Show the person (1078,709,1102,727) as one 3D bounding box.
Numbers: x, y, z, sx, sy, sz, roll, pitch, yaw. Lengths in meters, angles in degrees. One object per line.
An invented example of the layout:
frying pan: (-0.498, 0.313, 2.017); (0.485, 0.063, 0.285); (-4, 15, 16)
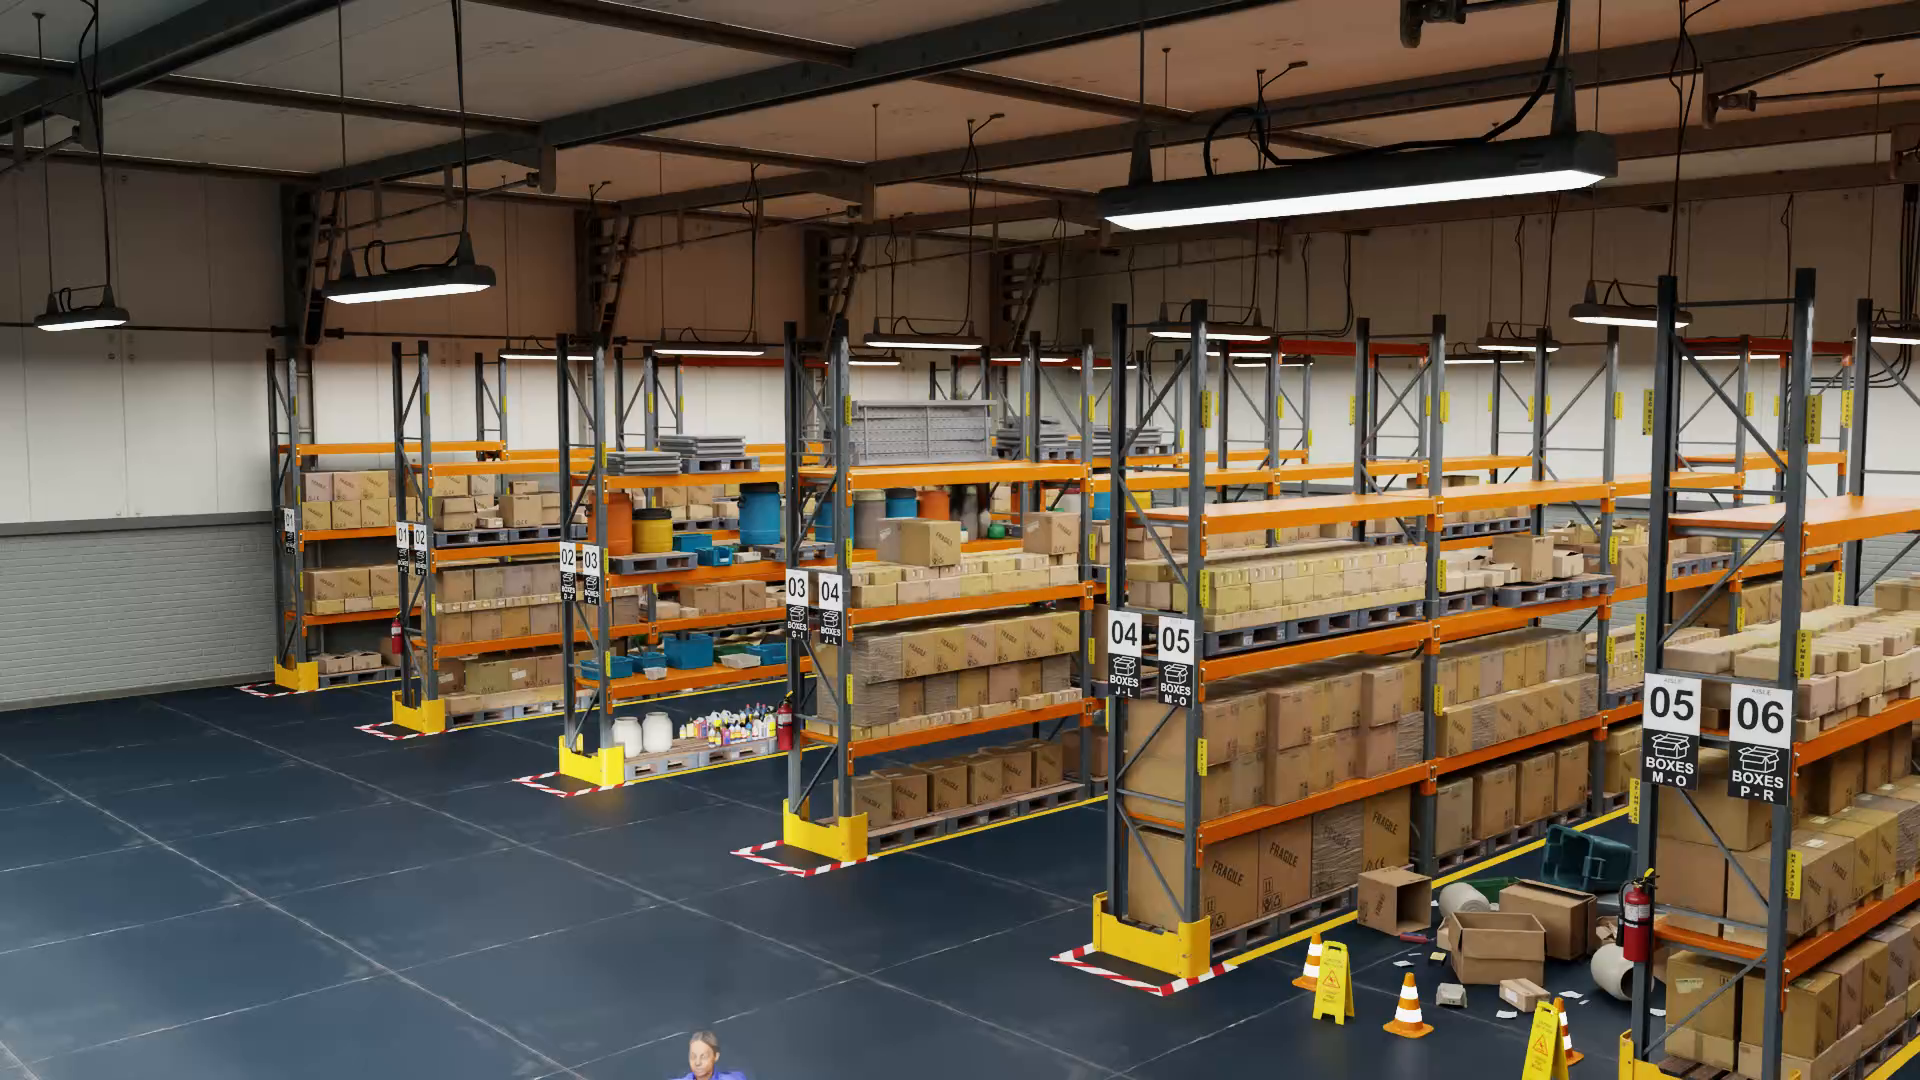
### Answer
person: (1.949, 1.946, 24.677); (0.551, 1.586, 0.761); (4, 6, 36)

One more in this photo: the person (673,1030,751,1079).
person: (-1.397, 3.568, 9.178); (0.589, 1.521, 1.034); (0, 5, 0)

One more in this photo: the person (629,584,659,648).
person: (-5.974, 1.581, 31.318); (0.665, 1.761, 0.823); (3, 6, 31)
